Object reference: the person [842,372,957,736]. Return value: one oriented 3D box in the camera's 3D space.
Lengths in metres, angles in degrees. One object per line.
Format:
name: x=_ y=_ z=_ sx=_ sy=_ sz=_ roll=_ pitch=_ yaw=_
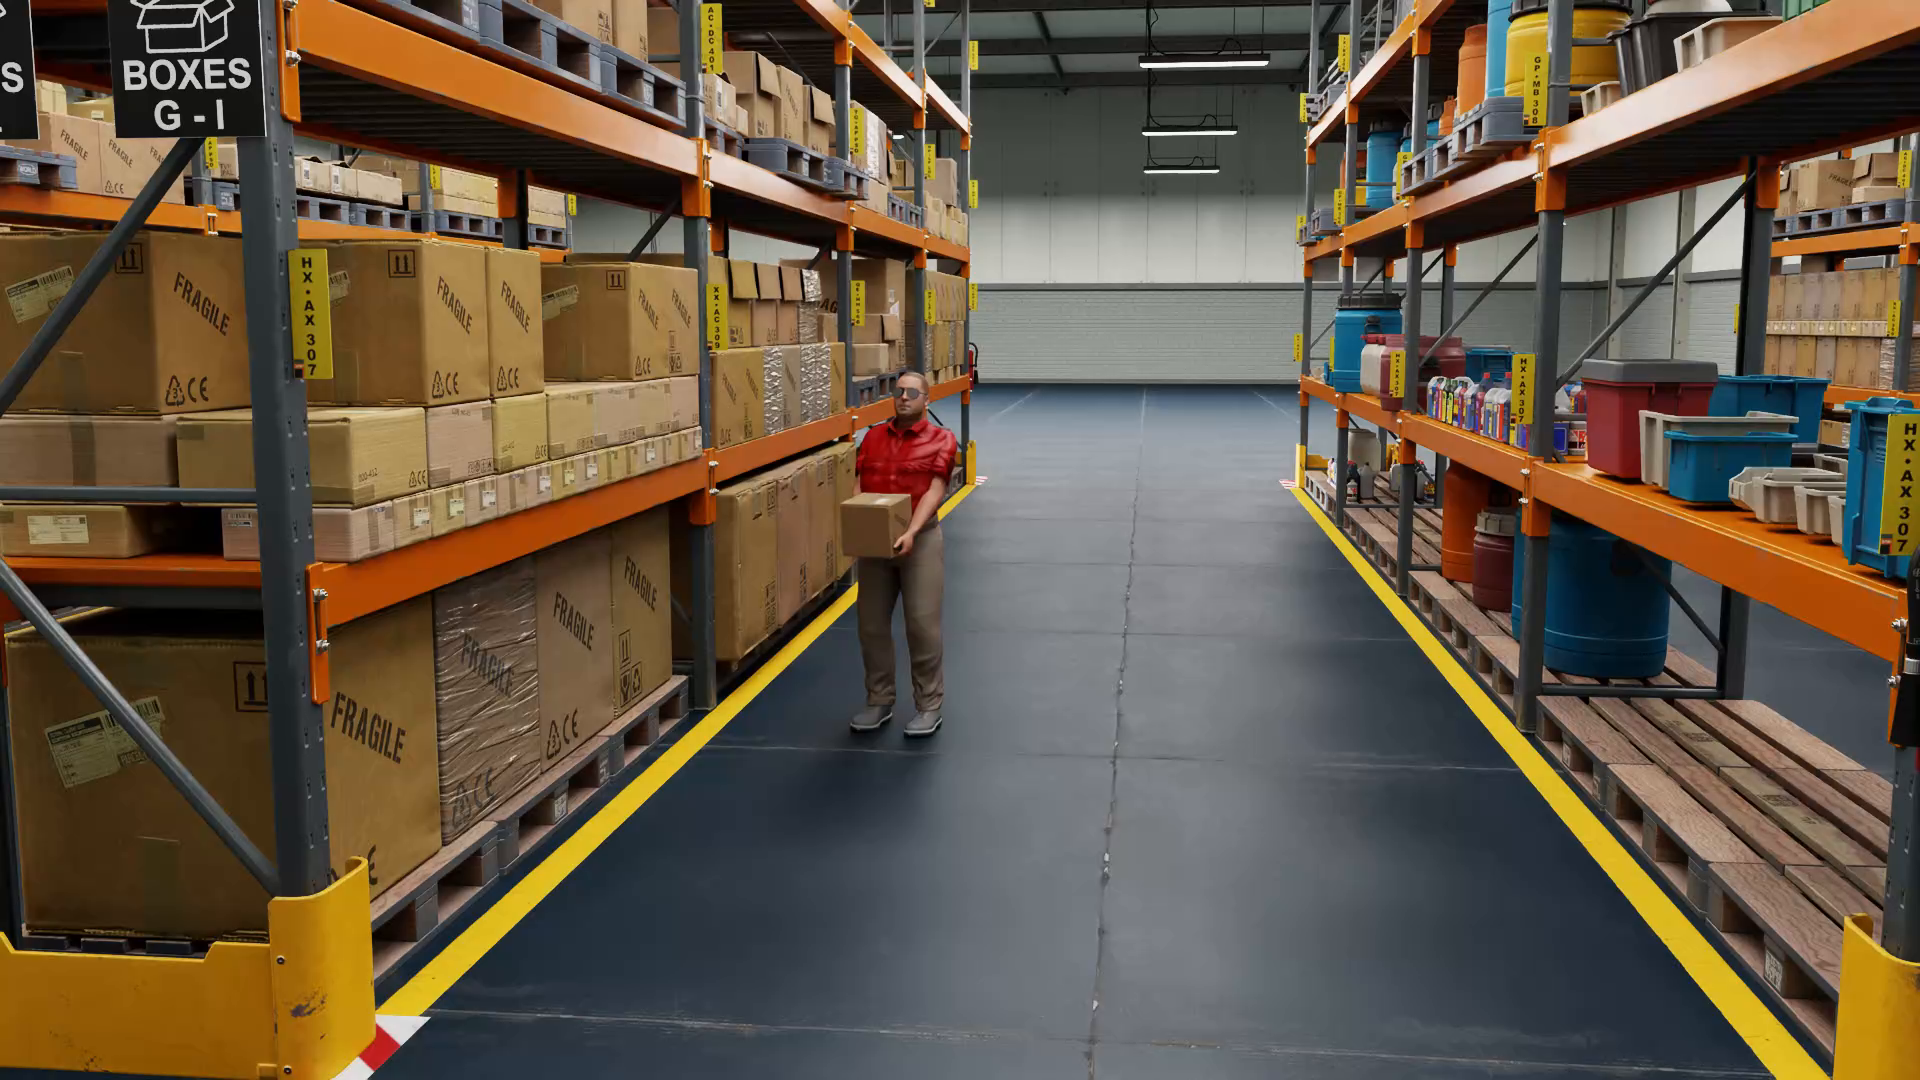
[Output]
person: x=-0.302 y=0.068 z=7.882 sx=0.494 sy=1.712 sz=0.537 roll=3 pitch=8 yaw=22
